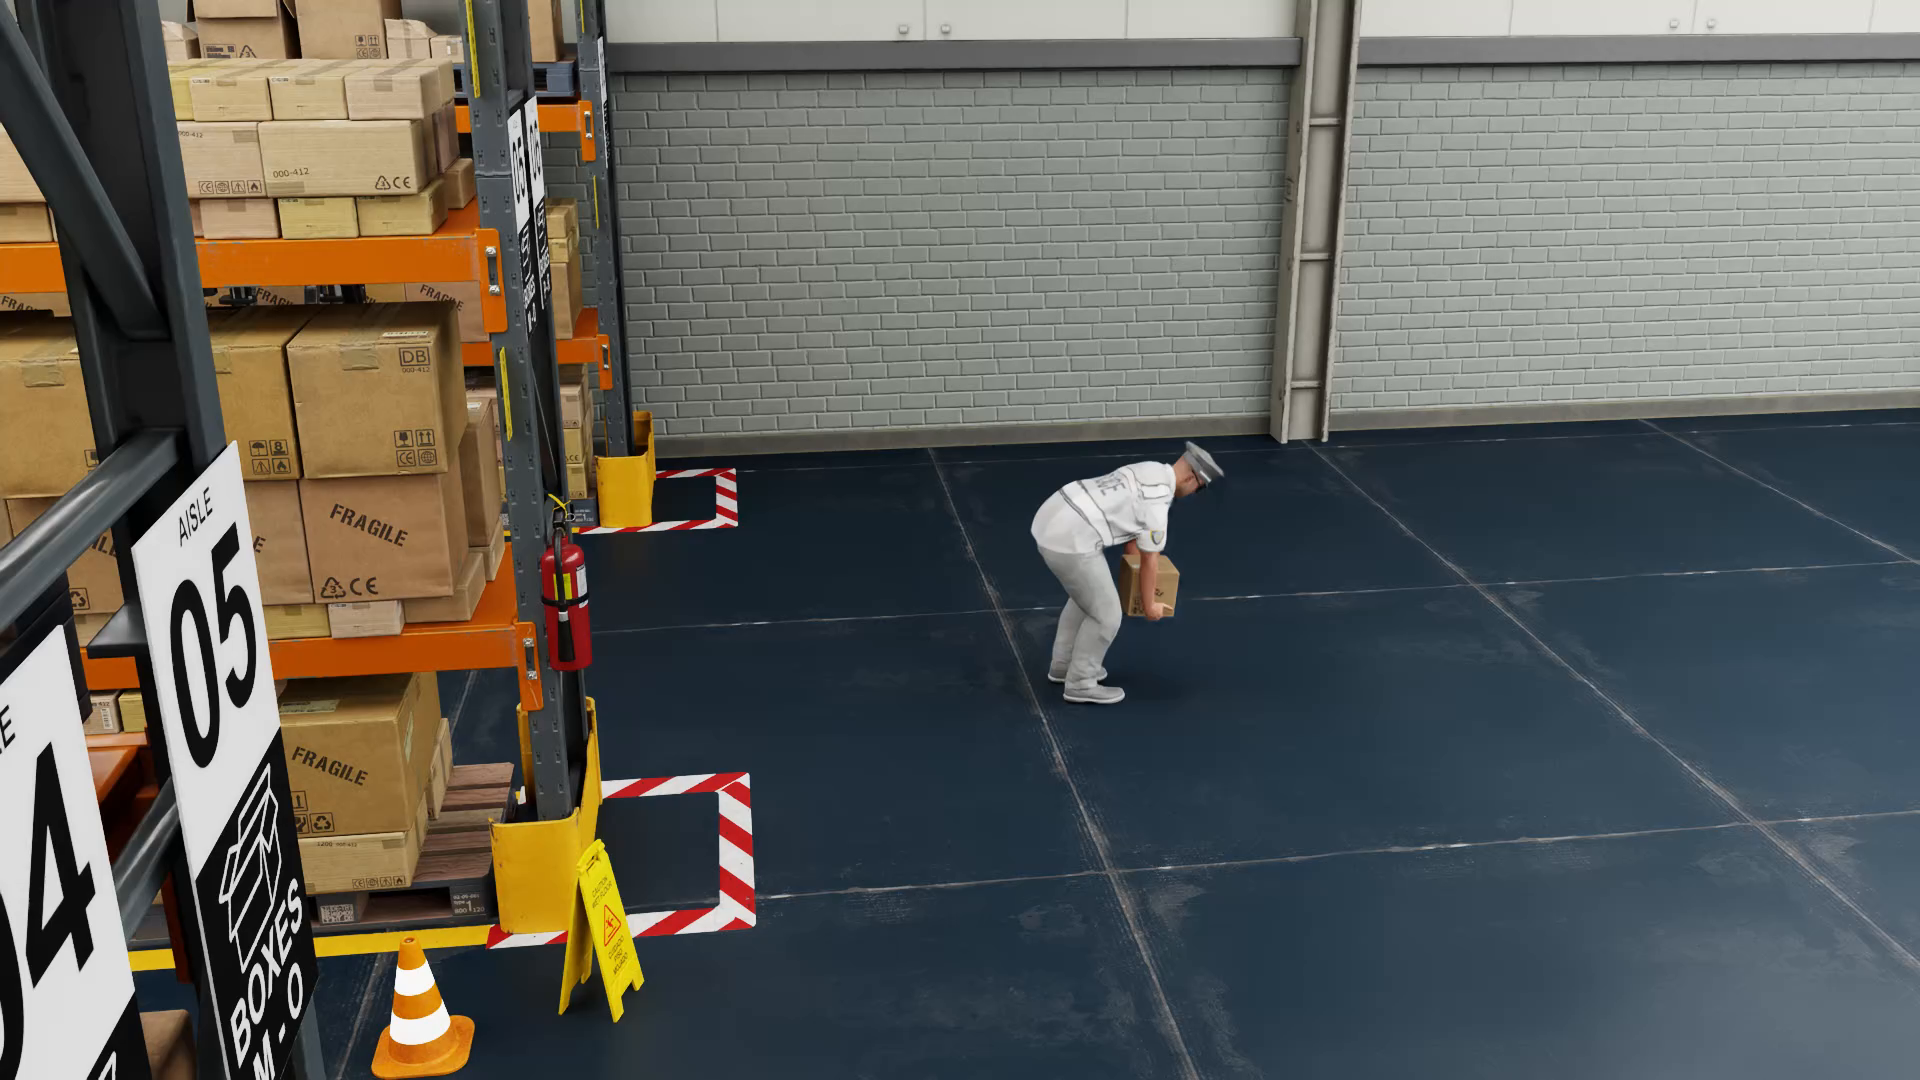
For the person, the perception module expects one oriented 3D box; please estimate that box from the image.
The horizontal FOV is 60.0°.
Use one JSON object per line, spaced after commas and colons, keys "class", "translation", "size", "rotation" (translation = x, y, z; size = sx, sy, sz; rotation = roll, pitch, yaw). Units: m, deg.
{"class": "person", "translation": [0.873, 0.162, 8.718], "size": [0.995, 1.348, 0.471], "rotation": [-3, 20, -9]}
